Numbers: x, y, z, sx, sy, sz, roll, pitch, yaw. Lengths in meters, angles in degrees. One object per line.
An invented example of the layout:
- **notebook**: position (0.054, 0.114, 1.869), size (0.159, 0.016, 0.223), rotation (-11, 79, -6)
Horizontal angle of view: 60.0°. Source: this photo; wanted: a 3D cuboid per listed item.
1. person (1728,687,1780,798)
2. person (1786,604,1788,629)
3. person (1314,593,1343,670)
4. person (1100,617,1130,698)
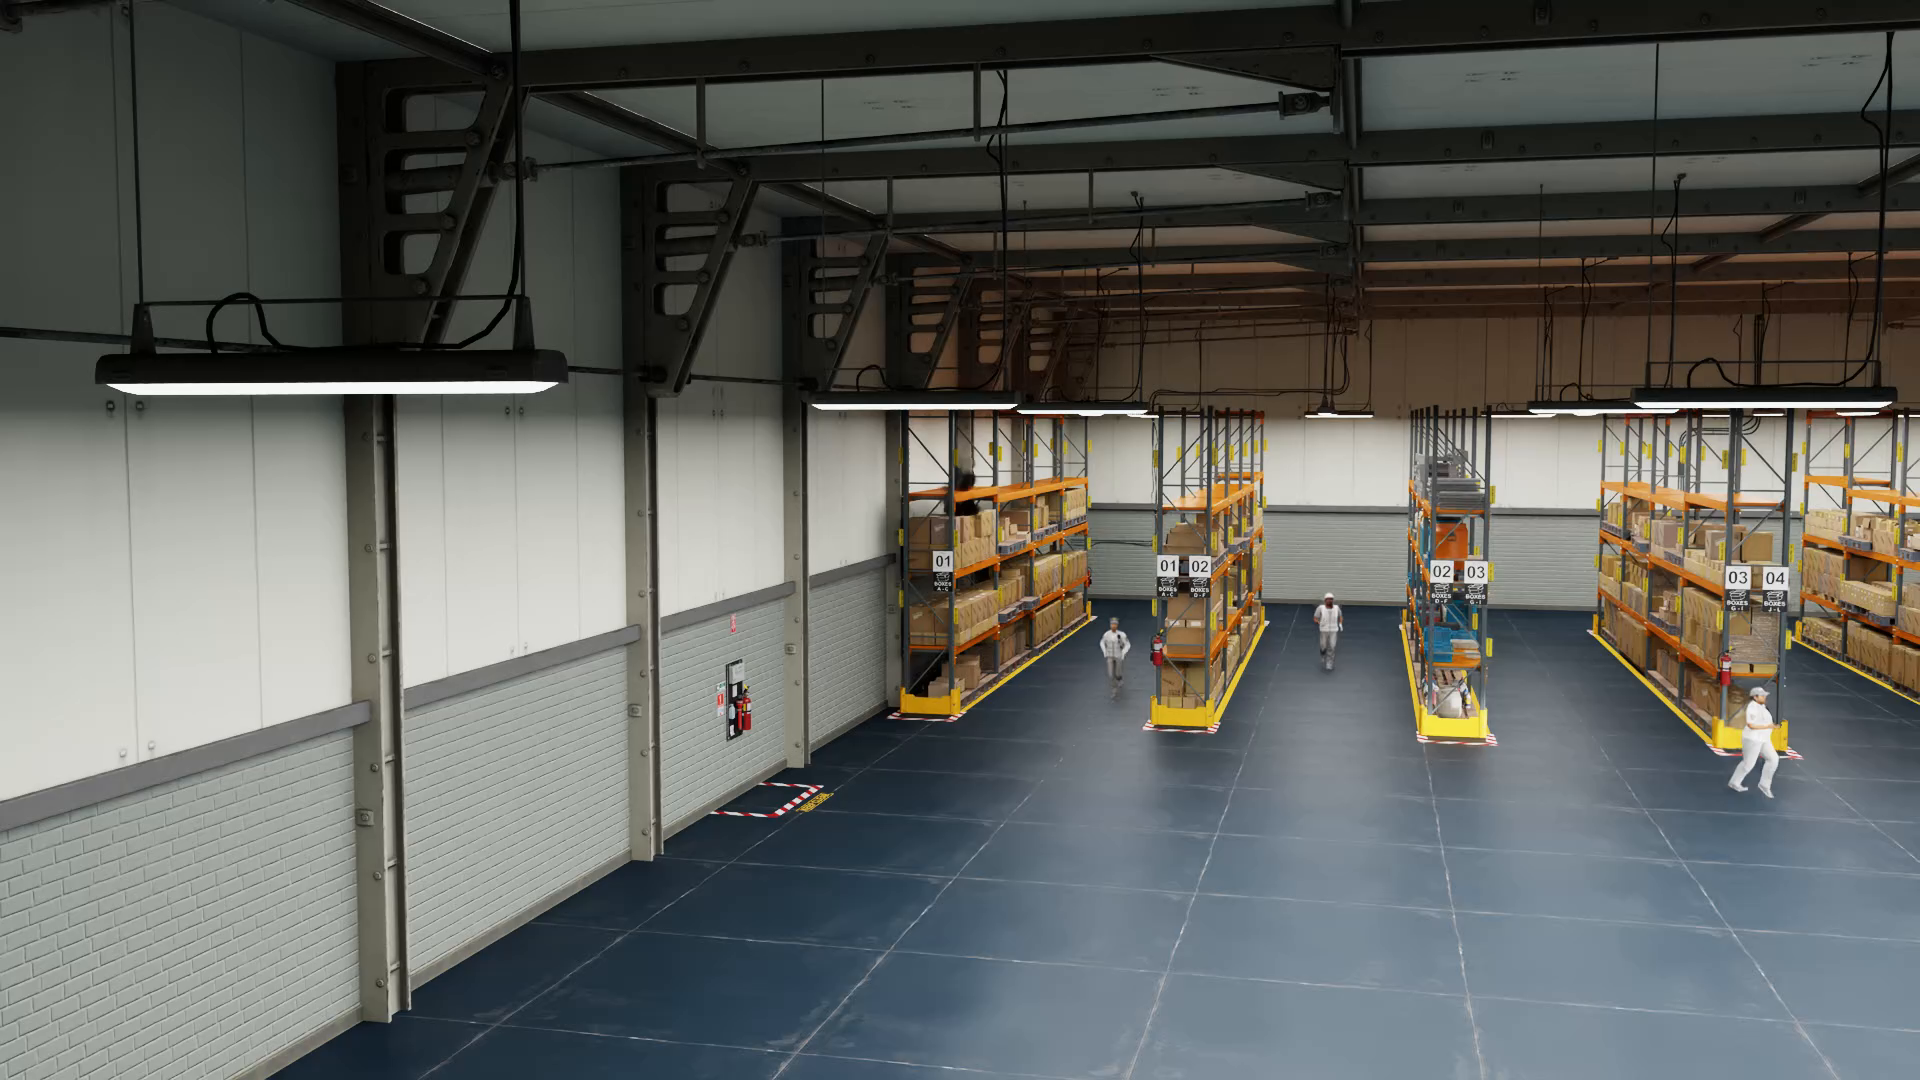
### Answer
- **person**: position (12.121, 3.090, 25.334), size (0.583, 1.724, 0.742), rotation (-4, 5, -41)
- **person**: position (22.046, 1.748, 44.679), size (0.577, 1.505, 0.642), rotation (0, 4, -2)
- **person**: position (8.496, 2.100, 38.343), size (0.688, 1.752, 0.727), rotation (0, 4, 3)
- **person**: position (3.199, 2.427, 34.495), size (0.645, 1.652, 0.698), rotation (1, 4, 17)
